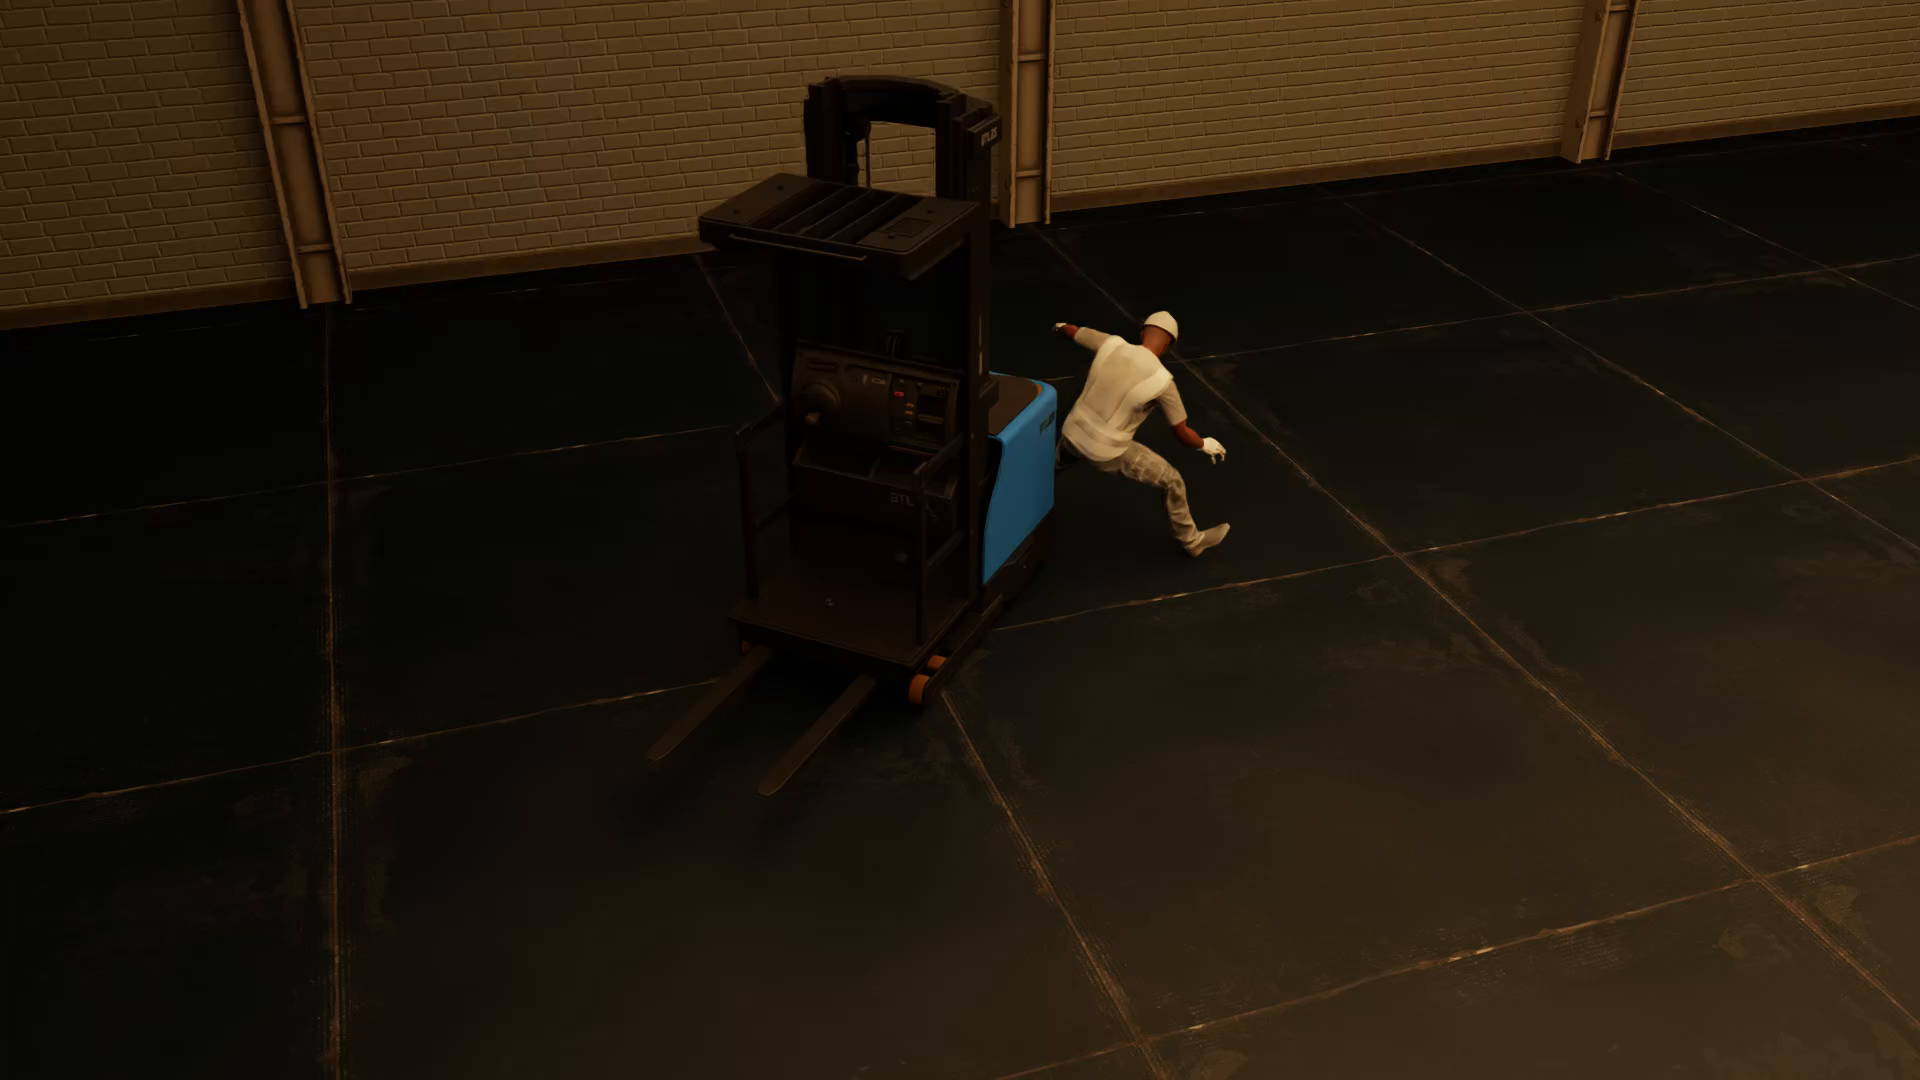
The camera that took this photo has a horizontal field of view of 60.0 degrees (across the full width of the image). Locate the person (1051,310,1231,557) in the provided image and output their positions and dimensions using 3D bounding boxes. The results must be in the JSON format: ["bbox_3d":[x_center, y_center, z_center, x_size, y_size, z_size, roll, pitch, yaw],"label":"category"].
[{"bbox_3d":[0.930,-0.674,9.788,0.794,1.445,1.317,-20,36,-31],"label":"person"}]

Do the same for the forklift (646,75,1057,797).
[{"bbox_3d":[-0.525,-0.665,8.243,1.130,2.935,3.031,13,33,22],"label":"forklift"}]
